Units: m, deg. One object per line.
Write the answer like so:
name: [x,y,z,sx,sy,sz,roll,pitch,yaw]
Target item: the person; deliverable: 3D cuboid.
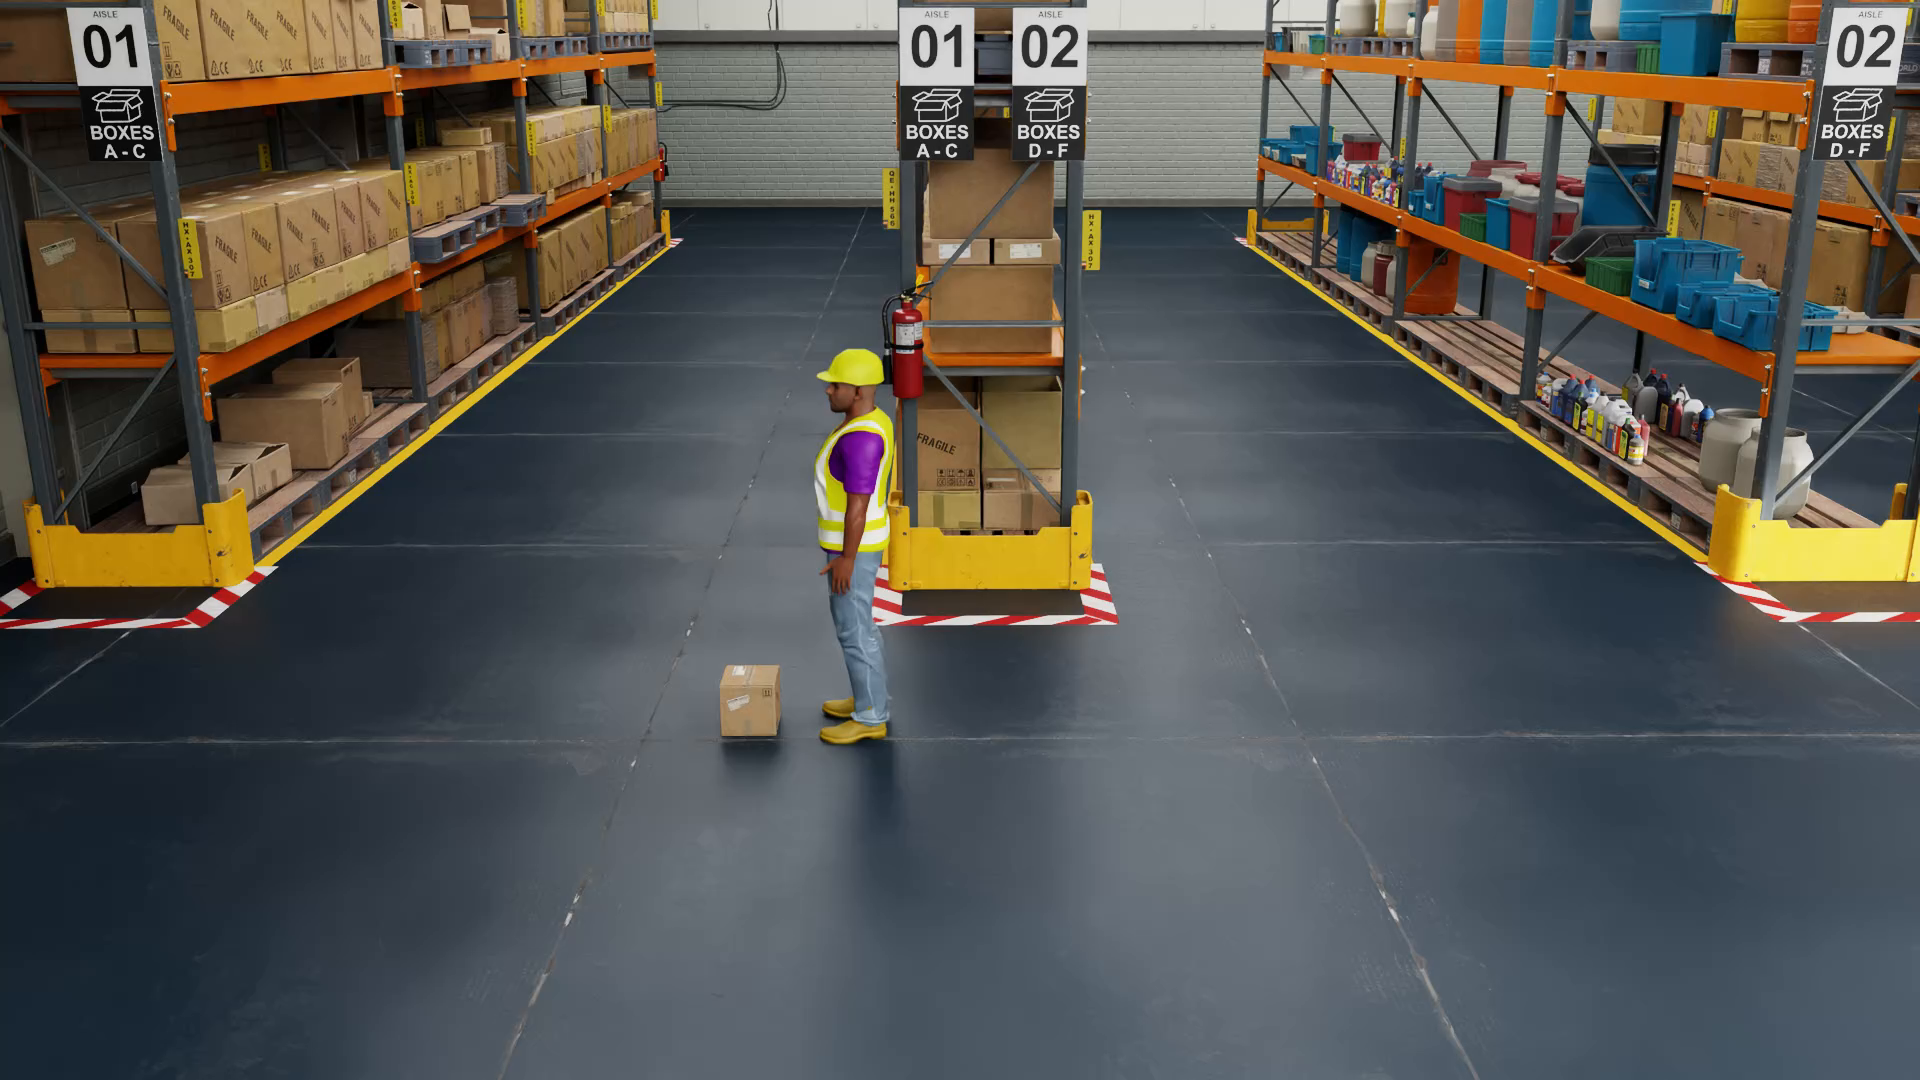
person: [-0.473,0.021,7.444,0.357,1.767,0.564,0,17,1]
